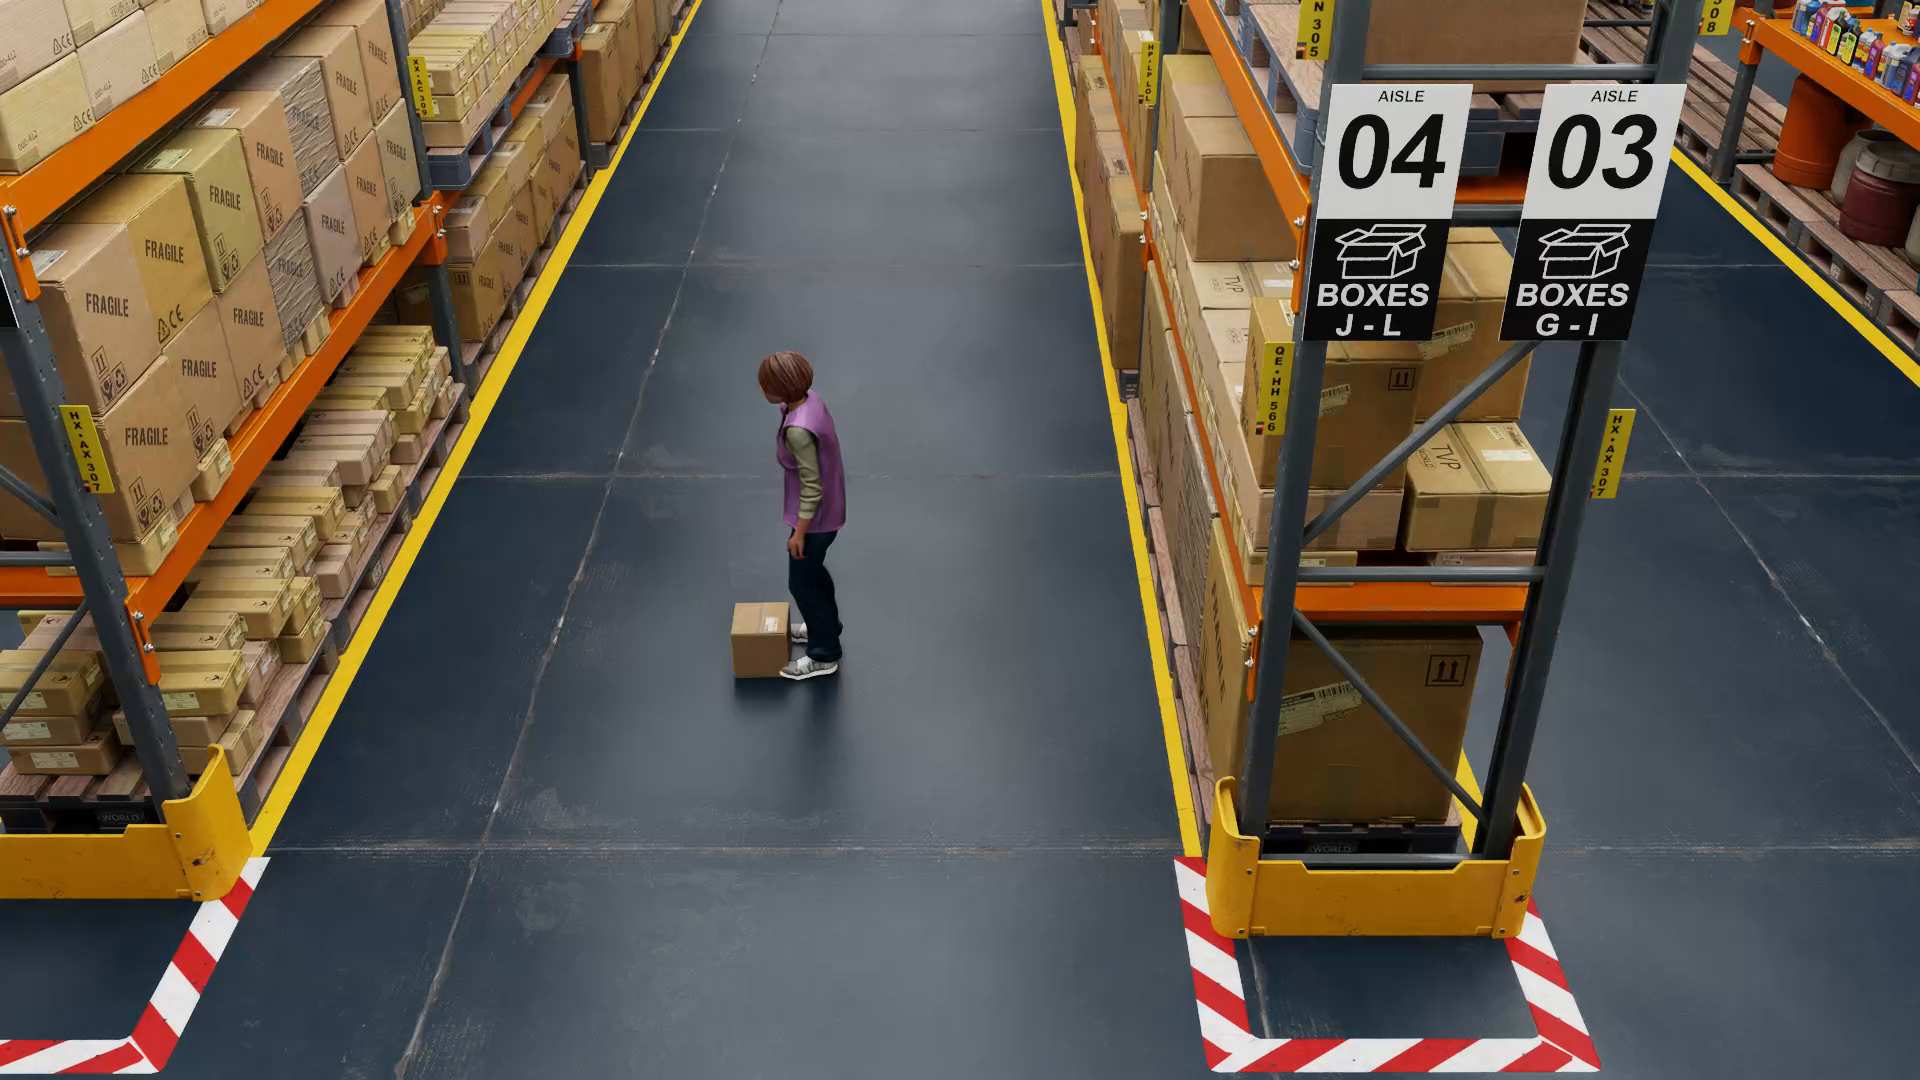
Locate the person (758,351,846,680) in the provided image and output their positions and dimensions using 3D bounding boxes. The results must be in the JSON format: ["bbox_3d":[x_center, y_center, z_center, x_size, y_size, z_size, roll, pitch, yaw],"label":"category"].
[{"bbox_3d":[-0.671,-0.112,7.324,0.342,1.593,0.481,-1,32,-2],"label":"person"}]
